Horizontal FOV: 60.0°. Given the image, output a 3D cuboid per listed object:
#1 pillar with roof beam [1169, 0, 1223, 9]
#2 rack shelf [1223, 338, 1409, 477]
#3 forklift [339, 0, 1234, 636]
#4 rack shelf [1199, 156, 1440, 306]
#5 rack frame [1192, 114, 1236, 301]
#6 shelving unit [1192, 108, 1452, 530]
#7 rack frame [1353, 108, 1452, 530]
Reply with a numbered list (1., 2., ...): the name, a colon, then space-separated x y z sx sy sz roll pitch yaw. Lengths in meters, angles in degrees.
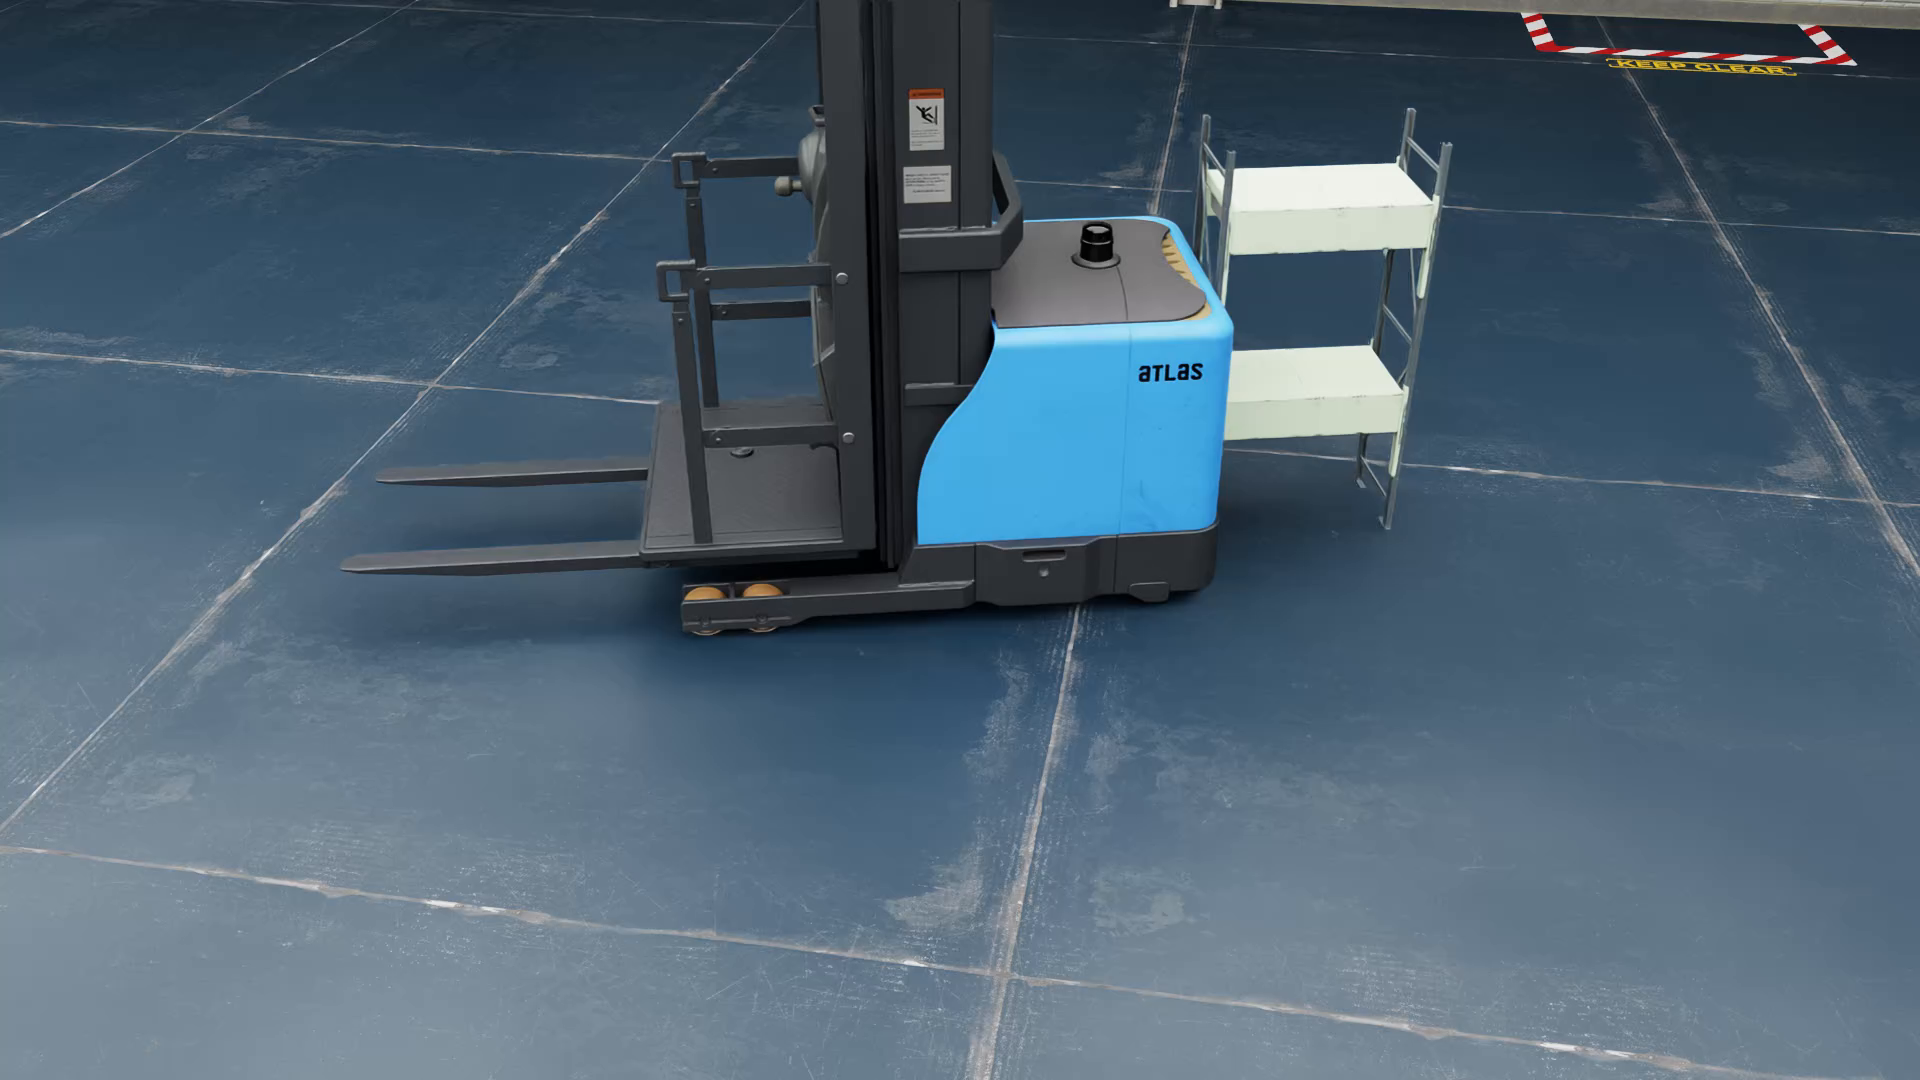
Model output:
1. pillar with roof beam: 1.112 -5.736 6.932 0.400 9.000 9.100 5 32 8
2. rack shelf: 1.239 -0.483 6.222 0.720 0.370 0.431 -3 32 -5
3. forklift: -0.644 -1.209 5.418 3.031 2.935 1.130 -3 32 -5
4. rack shelf: 1.239 -1.090 5.842 0.720 0.370 0.431 -3 32 -5
5. rack frame: 0.875 -0.740 6.019 0.023 1.500 0.400 -3 32 -5
6. shelving unit: 1.239 -0.759 6.049 0.755 1.500 0.431 -3 32 -5
7. rack frame: 1.603 -0.778 6.080 0.023 1.500 0.400 -3 32 -5
